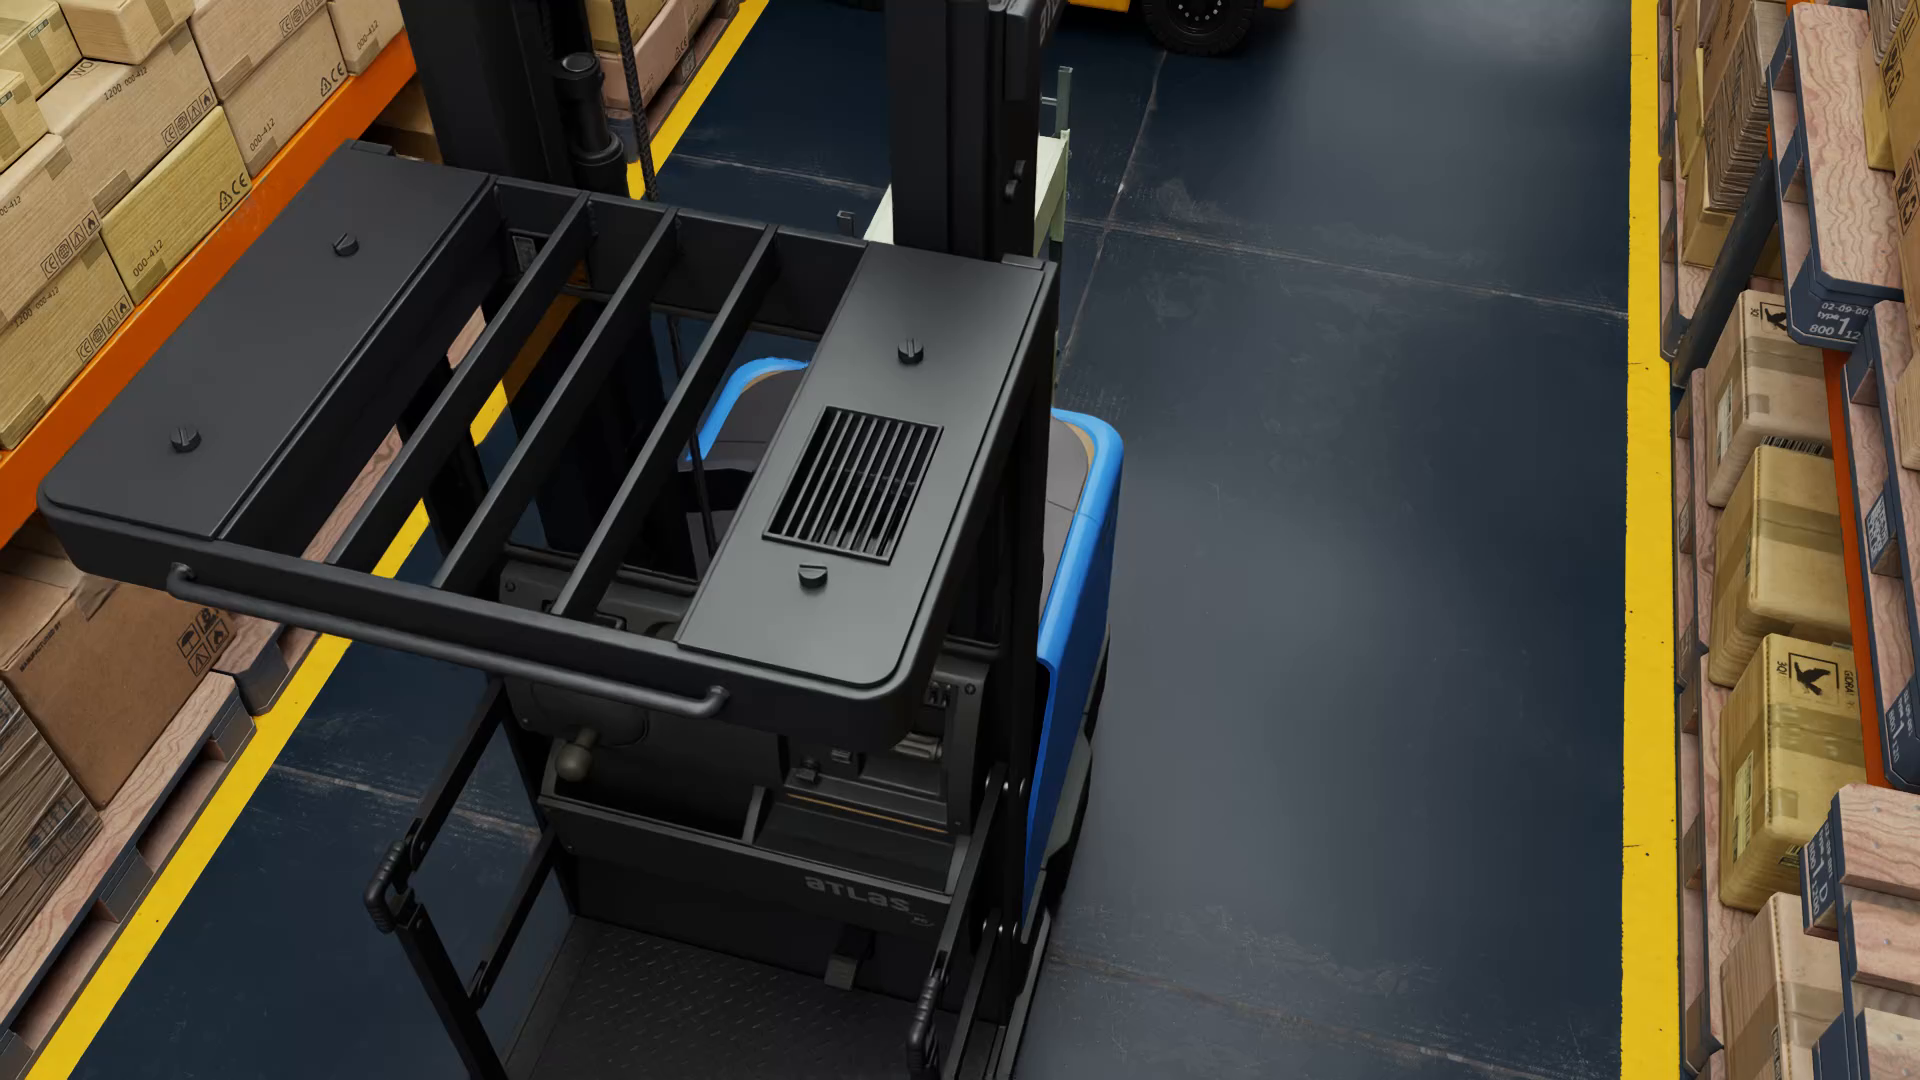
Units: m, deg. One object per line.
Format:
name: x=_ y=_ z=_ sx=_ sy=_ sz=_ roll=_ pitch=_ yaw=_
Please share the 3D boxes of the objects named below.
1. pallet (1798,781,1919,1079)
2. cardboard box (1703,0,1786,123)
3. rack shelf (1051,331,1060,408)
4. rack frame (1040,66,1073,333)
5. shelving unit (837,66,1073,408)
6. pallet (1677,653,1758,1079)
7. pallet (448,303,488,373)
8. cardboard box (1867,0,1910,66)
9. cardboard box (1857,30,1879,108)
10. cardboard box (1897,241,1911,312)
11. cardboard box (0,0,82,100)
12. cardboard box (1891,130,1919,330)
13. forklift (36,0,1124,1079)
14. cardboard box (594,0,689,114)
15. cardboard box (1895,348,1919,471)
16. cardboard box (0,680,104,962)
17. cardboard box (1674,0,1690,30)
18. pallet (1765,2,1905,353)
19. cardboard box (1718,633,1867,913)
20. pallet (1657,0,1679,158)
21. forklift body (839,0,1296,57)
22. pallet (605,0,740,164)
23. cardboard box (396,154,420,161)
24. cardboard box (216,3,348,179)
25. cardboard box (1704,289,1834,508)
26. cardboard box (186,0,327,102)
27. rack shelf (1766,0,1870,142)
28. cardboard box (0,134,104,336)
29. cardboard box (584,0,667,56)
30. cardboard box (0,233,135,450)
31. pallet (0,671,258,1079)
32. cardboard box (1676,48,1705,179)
pallet: x=1.972 y=0.962 z=2.528 sx=1.213 sy=0.211 sz=1.003 roll=12 pitch=50 yaw=10
cardboard box: x=2.969 y=-1.784 z=5.878 sx=0.500 sy=0.500 sz=0.500 roll=12 pitch=50 yaw=11
rack shelf: x=0.002 y=-0.286 z=4.937 sx=0.431 sy=0.370 sz=0.720 roll=12 pitch=50 yaw=10
rack frame: x=0.099 y=-0.766 z=4.926 sx=0.400 sy=1.500 sz=0.023 roll=12 pitch=50 yaw=10
shelving unit: x=0.002 y=-0.501 z=4.692 sx=0.431 sy=1.500 sz=0.755 roll=12 pitch=50 yaw=10
pallet: x=2.417 y=0.914 z=4.303 sx=1.003 sy=0.211 sz=1.213 roll=12 pitch=50 yaw=10
pallet: x=-2.006 y=-0.971 z=5.966 sx=1.003 sy=0.211 sz=1.213 roll=12 pitch=50 yaw=10
cardboard box: x=2.540 y=-1.446 z=3.980 sx=0.500 sy=0.500 sz=0.500 roll=13 pitch=50 yaw=11
cardboard box: x=2.490 y=-1.176 z=4.175 sx=0.380 sy=0.149 sz=0.250 roll=12 pitch=50 yaw=11
cardboard box: x=2.307 y=-0.599 z=3.666 sx=0.380 sy=0.149 sz=0.250 roll=12 pitch=50 yaw=11
cardboard box: x=-2.230 y=-1.104 z=3.725 sx=0.380 sy=0.149 sz=0.250 roll=12 pitch=50 yaw=10
cardboard box: x=2.265 y=-0.728 z=3.347 sx=0.500 sy=0.500 sz=0.500 roll=11 pitch=50 yaw=10
forklift: x=-0.468 y=0.415 z=2.929 sx=1.130 sy=2.935 sz=3.031 roll=12 pitch=50 yaw=10
cardboard box: x=-1.403 y=-1.948 z=6.523 sx=0.500 sy=0.250 sz=0.500 roll=12 pitch=50 yaw=10
cardboard box: x=2.120 y=-0.239 z=3.348 sx=0.380 sy=0.149 sz=0.250 roll=13 pitch=50 yaw=11
cardboard box: x=-2.725 y=0.657 z=3.973 sx=0.875 sy=0.625 sz=0.625 roll=13 pitch=50 yaw=11
cardboard box: x=3.241 y=-2.286 z=6.821 sx=0.500 sy=0.250 sz=0.500 roll=15 pitch=50 yaw=13
pallet: x=2.598 y=-0.870 z=4.145 sx=1.003 sy=0.211 sz=1.213 roll=12 pitch=50 yaw=10
cardboard box: x=2.437 y=0.677 z=4.125 sx=0.950 sy=0.372 sz=0.625 roll=13 pitch=50 yaw=11
pallet: x=3.402 y=-1.913 z=6.798 sx=1.003 sy=0.211 sz=1.213 roll=12 pitch=50 yaw=10
forklift body: x=0.464 y=-3.315 z=6.742 sx=2.313 sy=2.155 sz=1.214 roll=12 pitch=50 yaw=10
pallet: x=-1.600 y=-2.079 z=6.944 sx=1.003 sy=0.211 sz=1.213 roll=12 pitch=50 yaw=10
cardboard box: x=-2.188 y=-0.848 z=5.302 sx=0.875 sy=0.625 sz=0.625 roll=11 pitch=50 yaw=10
cardboard box: x=-2.017 y=-1.251 z=4.453 sx=0.500 sy=0.250 sz=0.500 roll=12 pitch=50 yaw=10
cardboard box: x=2.804 y=-0.347 z=5.029 sx=0.950 sy=0.372 sz=0.625 roll=12 pitch=50 yaw=11
cardboard box: x=-2.001 y=-1.403 z=4.254 sx=0.500 sy=0.250 sz=0.500 roll=12 pitch=50 yaw=11
rack shelf: x=3.466 y=-2.666 z=6.082 sx=1.077 sy=0.370 sz=4.000 roll=12 pitch=50 yaw=10
cardboard box: x=-2.262 y=-0.667 z=3.604 sx=0.500 sy=0.250 sz=0.500 roll=10 pitch=49 yaw=9
cardboard box: x=-1.425 y=-2.118 z=6.339 sx=0.500 sy=0.250 sz=0.500 roll=11 pitch=50 yaw=10
cardboard box: x=-2.284 y=-0.501 z=3.792 sx=0.500 sy=0.250 sz=0.500 roll=10 pitch=49 yaw=9
pallet: x=-2.648 y=0.794 z=4.409 sx=1.003 sy=0.211 sz=1.213 roll=12 pitch=50 yaw=10
cardboard box: x=2.967 y=-1.555 z=6.175 sx=0.500 sy=0.250 sz=0.500 roll=10 pitch=49 yaw=9
